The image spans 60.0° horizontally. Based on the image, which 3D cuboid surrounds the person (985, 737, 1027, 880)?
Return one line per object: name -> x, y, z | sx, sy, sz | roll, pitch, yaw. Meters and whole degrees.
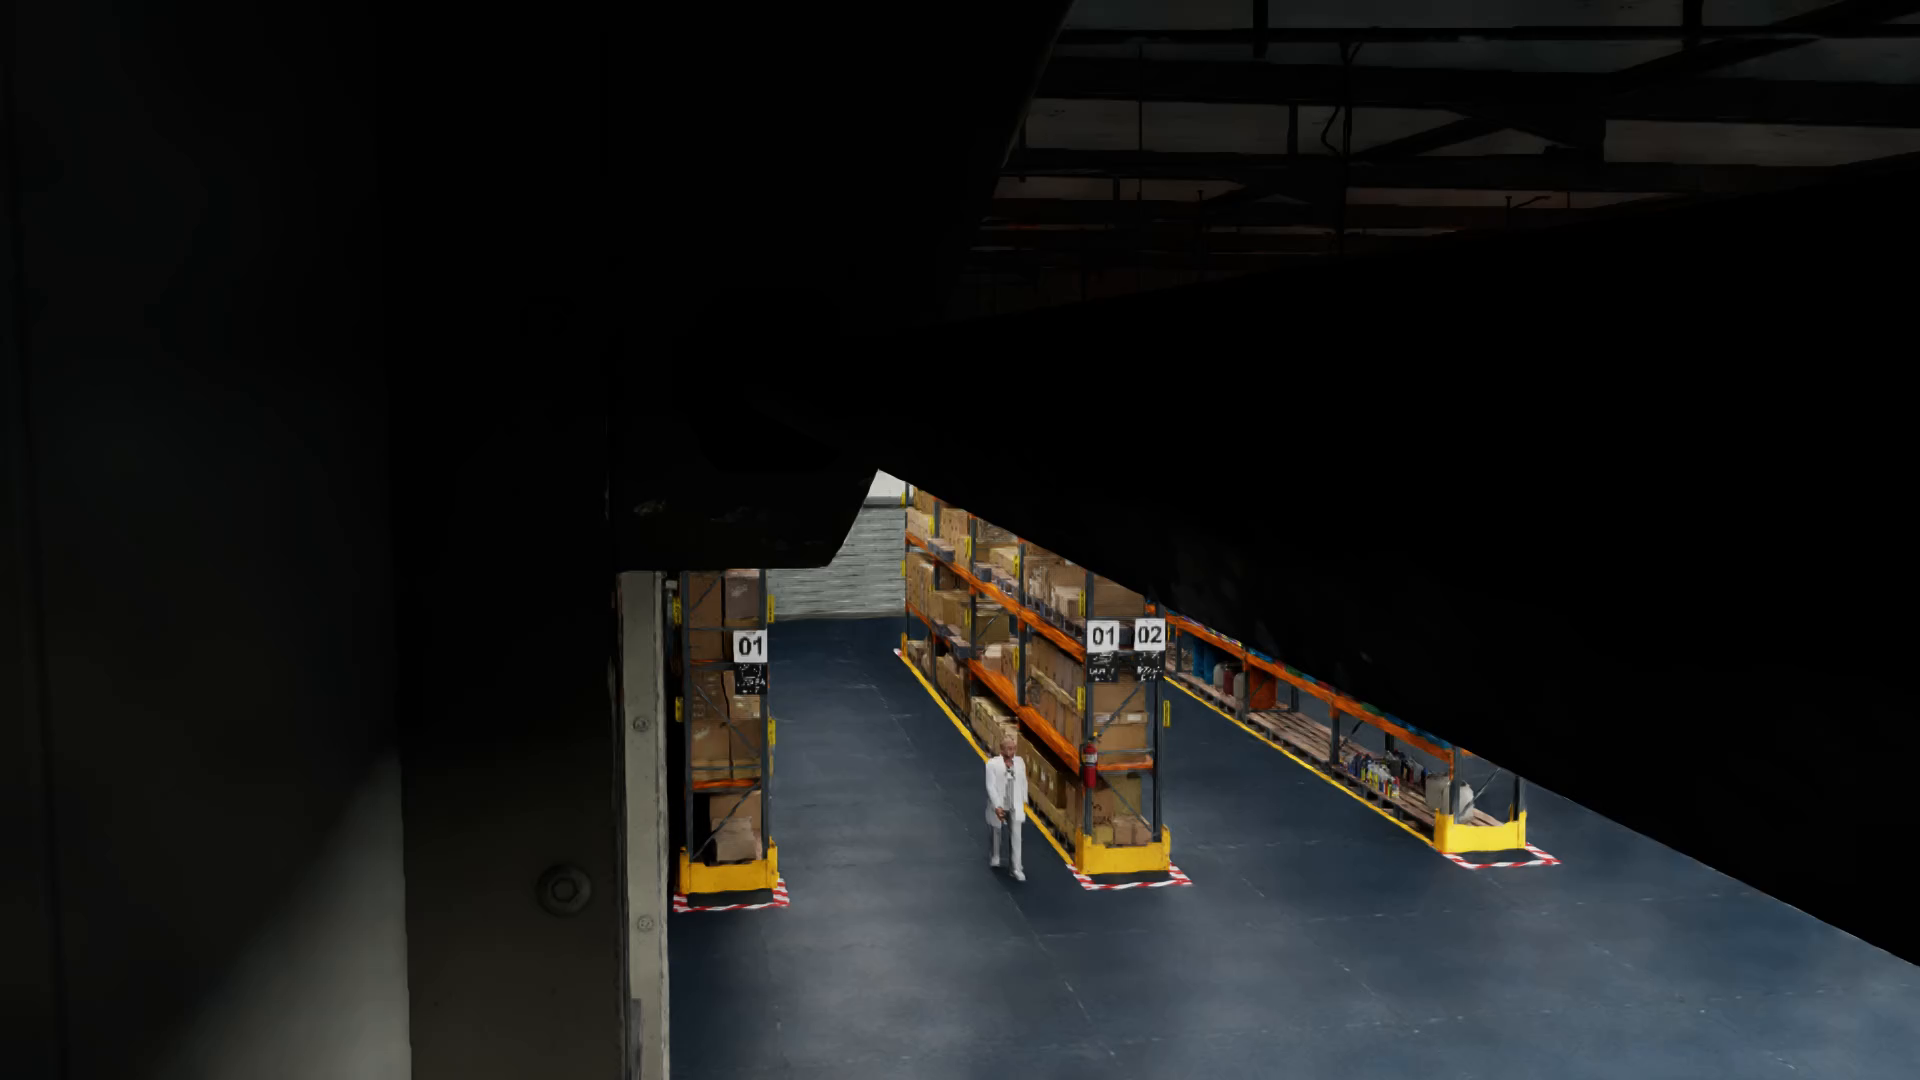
person -> 0.598, 3.299, 20.706 | 0.582, 1.705, 1.082 | -1, 6, -13
